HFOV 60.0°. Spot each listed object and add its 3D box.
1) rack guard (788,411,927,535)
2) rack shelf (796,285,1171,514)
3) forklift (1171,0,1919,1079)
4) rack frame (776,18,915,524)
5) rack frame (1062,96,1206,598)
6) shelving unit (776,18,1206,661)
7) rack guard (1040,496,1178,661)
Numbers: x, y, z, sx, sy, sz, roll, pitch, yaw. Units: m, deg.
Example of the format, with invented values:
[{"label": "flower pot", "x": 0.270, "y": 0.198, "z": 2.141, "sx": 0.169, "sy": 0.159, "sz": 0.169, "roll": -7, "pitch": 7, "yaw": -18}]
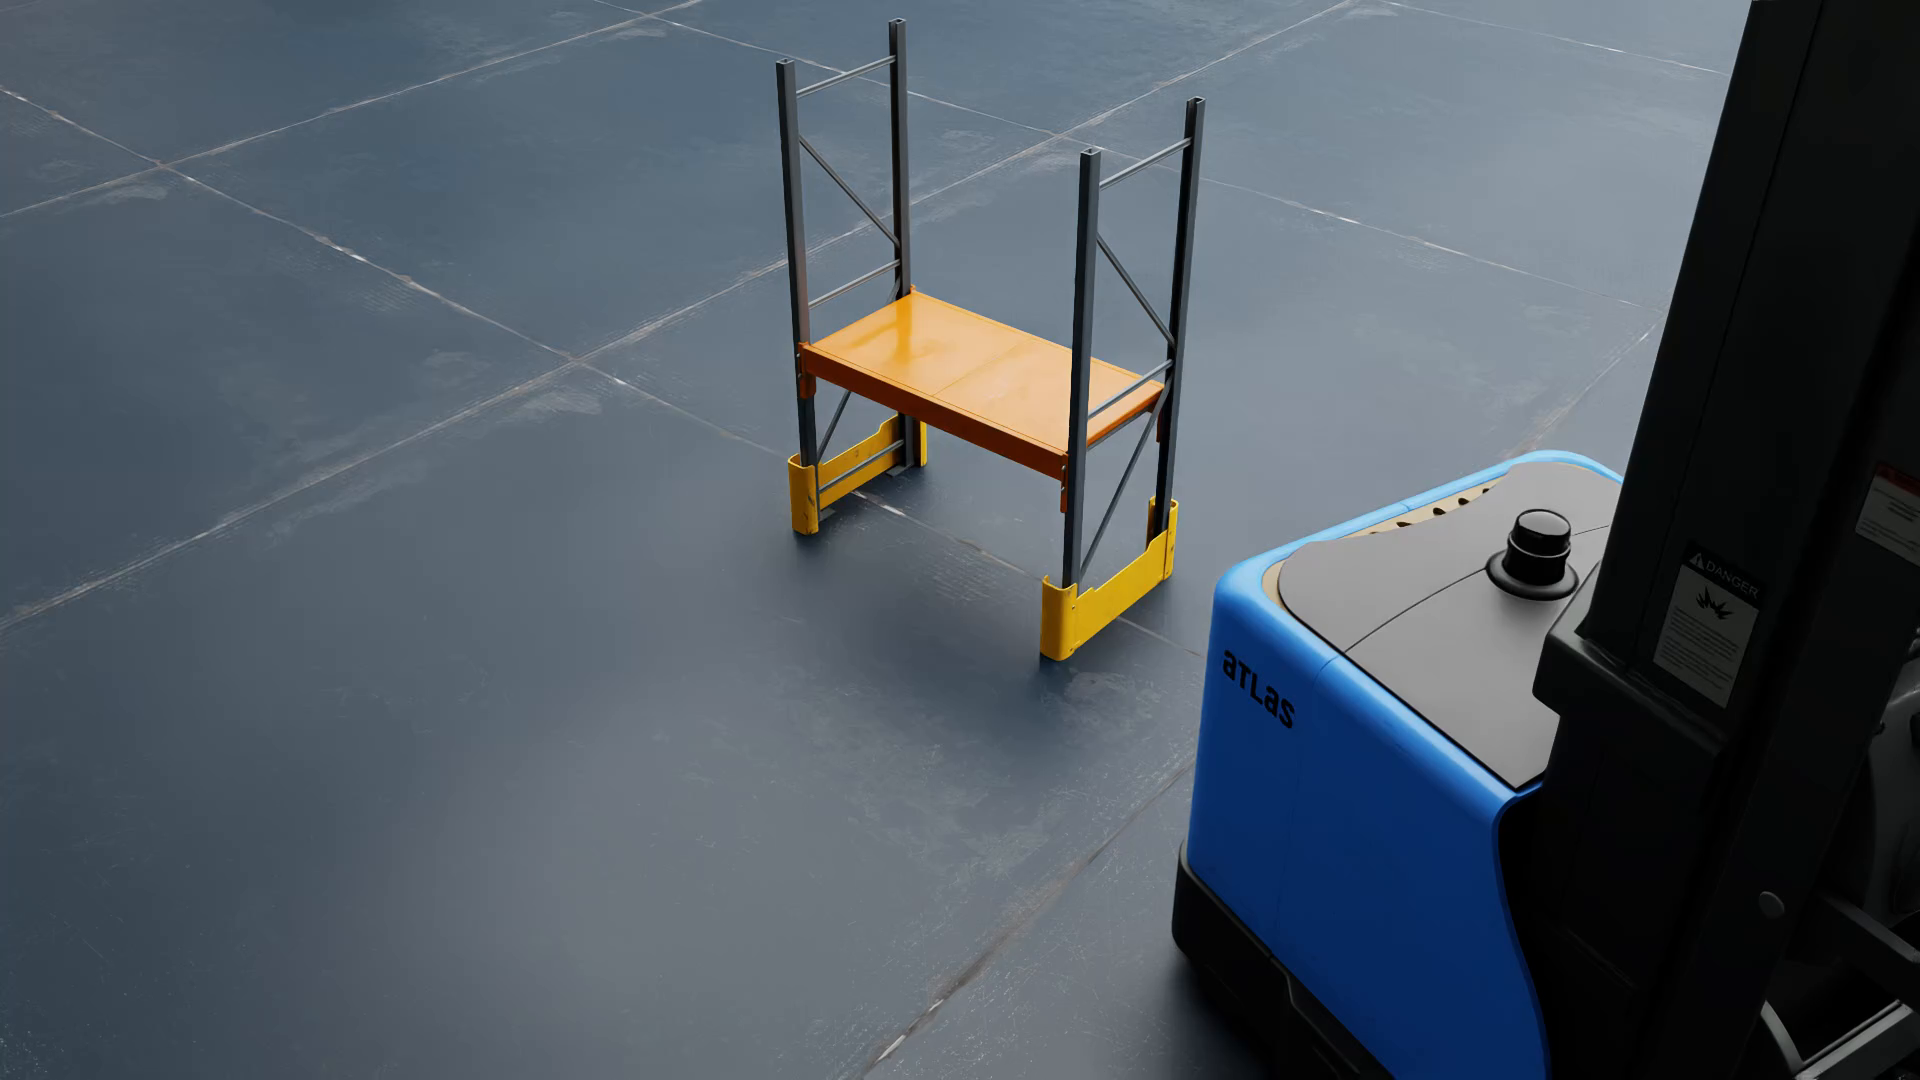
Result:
[{"label": "rack guard", "x": -0.324, "y": -0.256, "z": 5.402, "sx": 0.087, "sy": 0.250, "sz": 0.587, "roll": 25, "pitch": 42, "yaw": 32}, {"label": "rack shelf", "x": 0.066, "y": -0.439, "z": 4.882, "sx": 1.000, "sy": 0.185, "sz": 0.538, "roll": 25, "pitch": 42, "yaw": 32}, {"label": "forklift", "x": 1.674, "y": 0.312, "z": 2.207, "sx": 1.130, "sy": 2.935, "sz": 3.031, "roll": -19, "pitch": 39, "yaw": -25}, {"label": "rack frame", "x": -0.325, "y": -0.771, "z": 5.049, "sx": 0.032, "sy": 1.500, "sz": 0.500, "roll": 25, "pitch": 42, "yaw": 32}, {"label": "rack frame", "x": 0.456, "y": -0.403, "z": 4.512, "sx": 0.032, "sy": 1.500, "sz": 0.500, "roll": 25, "pitch": 42, "yaw": 32}, {"label": "shelving unit", "x": 0.059, "y": -0.591, "z": 4.785, "sx": 1.083, "sy": 1.500, "sz": 0.587, "roll": 25, "pitch": 42, "yaw": 32}, {"label": "rack guard", "x": 0.441, "y": 0.105, "z": 4.876, "sx": 0.087, "sy": 0.250, "sz": 0.587, "roll": 25, "pitch": 42, "yaw": 32}]
